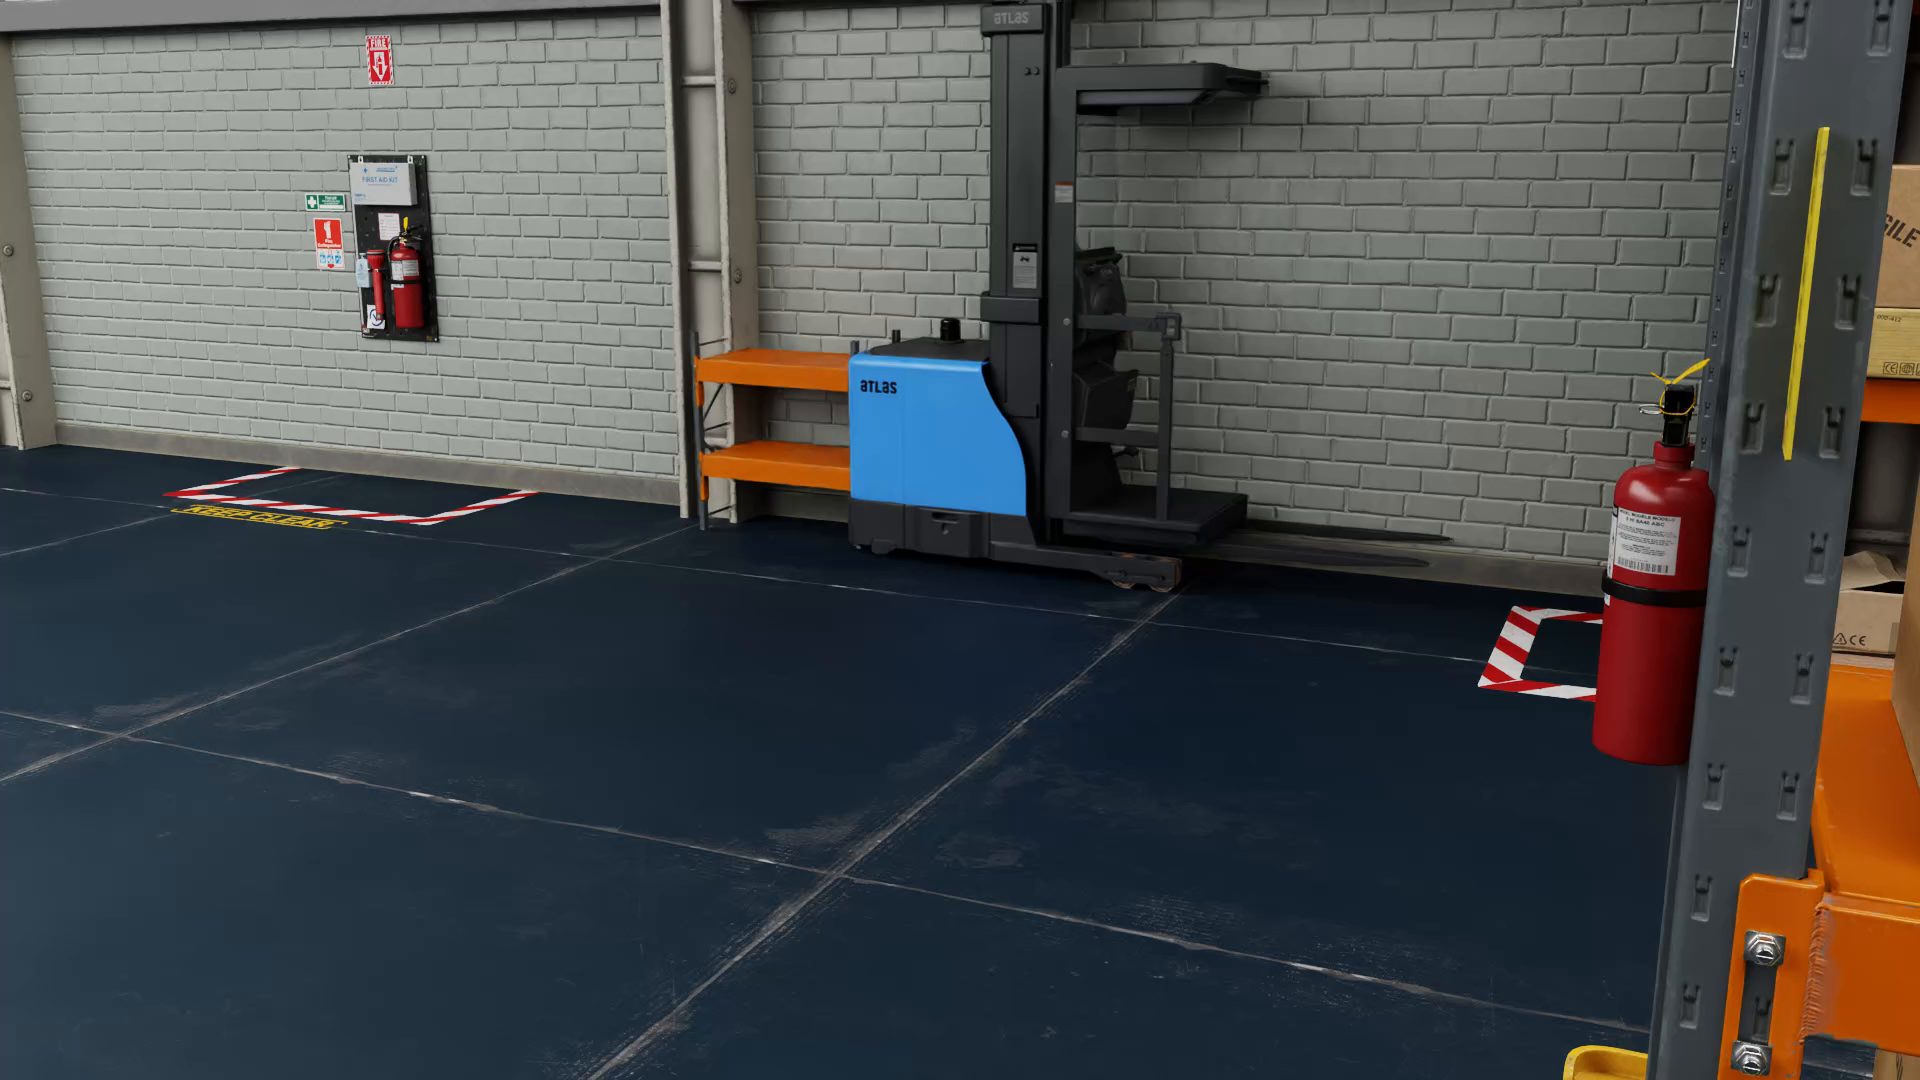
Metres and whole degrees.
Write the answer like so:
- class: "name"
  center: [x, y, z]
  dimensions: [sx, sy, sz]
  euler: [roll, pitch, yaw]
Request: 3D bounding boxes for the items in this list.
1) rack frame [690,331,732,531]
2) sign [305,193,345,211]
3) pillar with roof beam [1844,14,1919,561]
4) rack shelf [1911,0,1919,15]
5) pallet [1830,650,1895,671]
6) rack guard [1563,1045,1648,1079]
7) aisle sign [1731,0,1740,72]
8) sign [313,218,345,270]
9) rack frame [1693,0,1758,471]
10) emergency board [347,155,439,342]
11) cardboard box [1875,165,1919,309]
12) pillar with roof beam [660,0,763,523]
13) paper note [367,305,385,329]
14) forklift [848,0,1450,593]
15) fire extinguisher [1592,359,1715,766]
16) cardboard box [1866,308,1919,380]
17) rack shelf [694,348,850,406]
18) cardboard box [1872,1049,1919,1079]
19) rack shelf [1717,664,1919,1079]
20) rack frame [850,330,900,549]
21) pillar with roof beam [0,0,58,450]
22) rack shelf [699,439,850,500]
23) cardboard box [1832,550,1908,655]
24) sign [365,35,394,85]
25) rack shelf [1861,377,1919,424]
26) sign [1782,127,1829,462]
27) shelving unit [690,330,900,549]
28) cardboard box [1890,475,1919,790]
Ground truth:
- class: "rack frame"
  center: [-1.357, -0.656, 9.505]
  dimensions: [0.032, 1.125, 0.500]
  euler: [6, 16, 26]
- class: "sign"
  center: [-4.119, -2.191, 10.788]
  dimensions: [0.331, 0.109, 0.001]
  euler: [6, 14, 23]
- class: "pillar with roof beam"
  center: [2.330, -3.075, 2.660]
  dimensions: [0.400, 9.000, 9.100]
  euler: [6, 14, 23]
- class: "rack shelf"
  center: [4.912, -1.862, 5.635]
  dimensions: [4.000, 0.370, 1.077]
  euler: [6, 14, 23]
- class: "pallet"
  center: [3.881, 0.510, 6.621]
  dimensions: [1.213, 0.211, 1.003]
  euler: [6, 14, 23]
- class: "rack guard"
  center: [1.058, 1.312, 2.568]
  dimensions: [0.348, 0.500, 1.175]
  euler: [6, 14, 23]
- class: "aisle sign"
  center: [2.896, -2.147, 6.148]
  dimensions: [0.004, 0.787, 0.394]
  euler: [6, 14, 23]
- class: "sign"
  center: [-4.120, -1.935, 10.858]
  dimensions: [0.234, 0.329, 0.001]
  euler: [6, 14, 23]
- class: "rack frame"
  center: [3.083, -0.937, 6.684]
  dimensions: [0.127, 3.000, 1.000]
  euler: [6, 14, 23]
- class: "emergency board"
  center: [-3.656, -1.845, 10.552]
  dimensions: [0.643, 1.169, 0.194]
  euler: [6, 14, 23]
- class: "cardboard box"
  center: [3.398, -1.132, 6.157]
  dimensions: [0.500, 0.500, 0.500]
  euler: [6, 14, 23]
- class: "pillar with roof beam"
  center: [-3.156, -3.630, 5.026]
  dimensions: [0.400, 9.000, 9.100]
  euler: [6, 14, 23]
- class: "paper note"
  center: [-3.790, -1.447, 10.784]
  dimensions: [0.142, 0.148, 0.016]
  euler: [6, 14, 23]
- class: "forklift"
  center: [0.958, -1.307, 8.407]
  dimensions: [3.031, 2.935, 1.130]
  euler: [6, 15, 24]
- class: "fire extinguisher"
  center: [1.160, 0.027, 2.742]
  dimensions: [0.183, 0.674, 0.296]
  euler: [6, 14, 23]
- class: "cardboard box"
  center: [3.401, -0.763, 6.224]
  dimensions: [0.500, 0.250, 0.500]
  euler: [5, 14, 22]
- class: "rack shelf"
  center: [-0.905, -0.888, 9.212]
  dimensions: [1.000, 0.278, 0.538]
  euler: [6, 16, 26]
- class: "cardboard box"
  center: [1.691, 0.854, 2.507]
  dimensions: [0.500, 0.500, 0.500]
  euler: [6, 14, 23]
- class: "rack shelf"
  center: [2.909, 0.633, 1.566]
  dimensions: [4.000, 0.370, 1.077]
  euler: [6, 14, 23]
- class: "rack frame"
  center: [-0.446, -0.554, 9.066]
  dimensions: [0.032, 1.125, 0.500]
  euler: [6, 16, 26]
- class: "pillar with roof beam"
  center: [-8.642, -4.185, 7.392]
  dimensions: [0.400, 9.000, 9.100]
  euler: [6, 14, 23]
- class: "rack shelf"
  center: [-0.898, -0.369, 9.348]
  dimensions: [1.000, 0.278, 0.538]
  euler: [6, 16, 26]
- class: "cardboard box"
  center: [3.679, 0.240, 6.588]
  dimensions: [0.500, 0.311, 0.500]
  euler: [4, 14, 17]
- class: "sign"
  center: [-3.623, -2.995, 10.379]
  dimensions: [0.199, 0.298, 0.001]
  euler: [6, 14, 23]
- class: "rack shelf"
  center: [4.912, -0.402, 5.977]
  dimensions: [4.000, 0.370, 1.077]
  euler: [6, 14, 23]
- class: "sign"
  center: [0.850, -0.247, 1.673]
  dimensions: [0.005, 0.325, 0.100]
  euler: [6, 14, 23]
- class: "shelving unit"
  center: [-0.901, -0.605, 9.286]
  dimensions: [1.048, 1.125, 0.538]
  euler: [6, 16, 26]
- class: "cardboard box"
  center: [1.502, 0.095, 2.066]
  dimensions: [0.500, 0.500, 0.700]
  euler: [6, 14, 23]
